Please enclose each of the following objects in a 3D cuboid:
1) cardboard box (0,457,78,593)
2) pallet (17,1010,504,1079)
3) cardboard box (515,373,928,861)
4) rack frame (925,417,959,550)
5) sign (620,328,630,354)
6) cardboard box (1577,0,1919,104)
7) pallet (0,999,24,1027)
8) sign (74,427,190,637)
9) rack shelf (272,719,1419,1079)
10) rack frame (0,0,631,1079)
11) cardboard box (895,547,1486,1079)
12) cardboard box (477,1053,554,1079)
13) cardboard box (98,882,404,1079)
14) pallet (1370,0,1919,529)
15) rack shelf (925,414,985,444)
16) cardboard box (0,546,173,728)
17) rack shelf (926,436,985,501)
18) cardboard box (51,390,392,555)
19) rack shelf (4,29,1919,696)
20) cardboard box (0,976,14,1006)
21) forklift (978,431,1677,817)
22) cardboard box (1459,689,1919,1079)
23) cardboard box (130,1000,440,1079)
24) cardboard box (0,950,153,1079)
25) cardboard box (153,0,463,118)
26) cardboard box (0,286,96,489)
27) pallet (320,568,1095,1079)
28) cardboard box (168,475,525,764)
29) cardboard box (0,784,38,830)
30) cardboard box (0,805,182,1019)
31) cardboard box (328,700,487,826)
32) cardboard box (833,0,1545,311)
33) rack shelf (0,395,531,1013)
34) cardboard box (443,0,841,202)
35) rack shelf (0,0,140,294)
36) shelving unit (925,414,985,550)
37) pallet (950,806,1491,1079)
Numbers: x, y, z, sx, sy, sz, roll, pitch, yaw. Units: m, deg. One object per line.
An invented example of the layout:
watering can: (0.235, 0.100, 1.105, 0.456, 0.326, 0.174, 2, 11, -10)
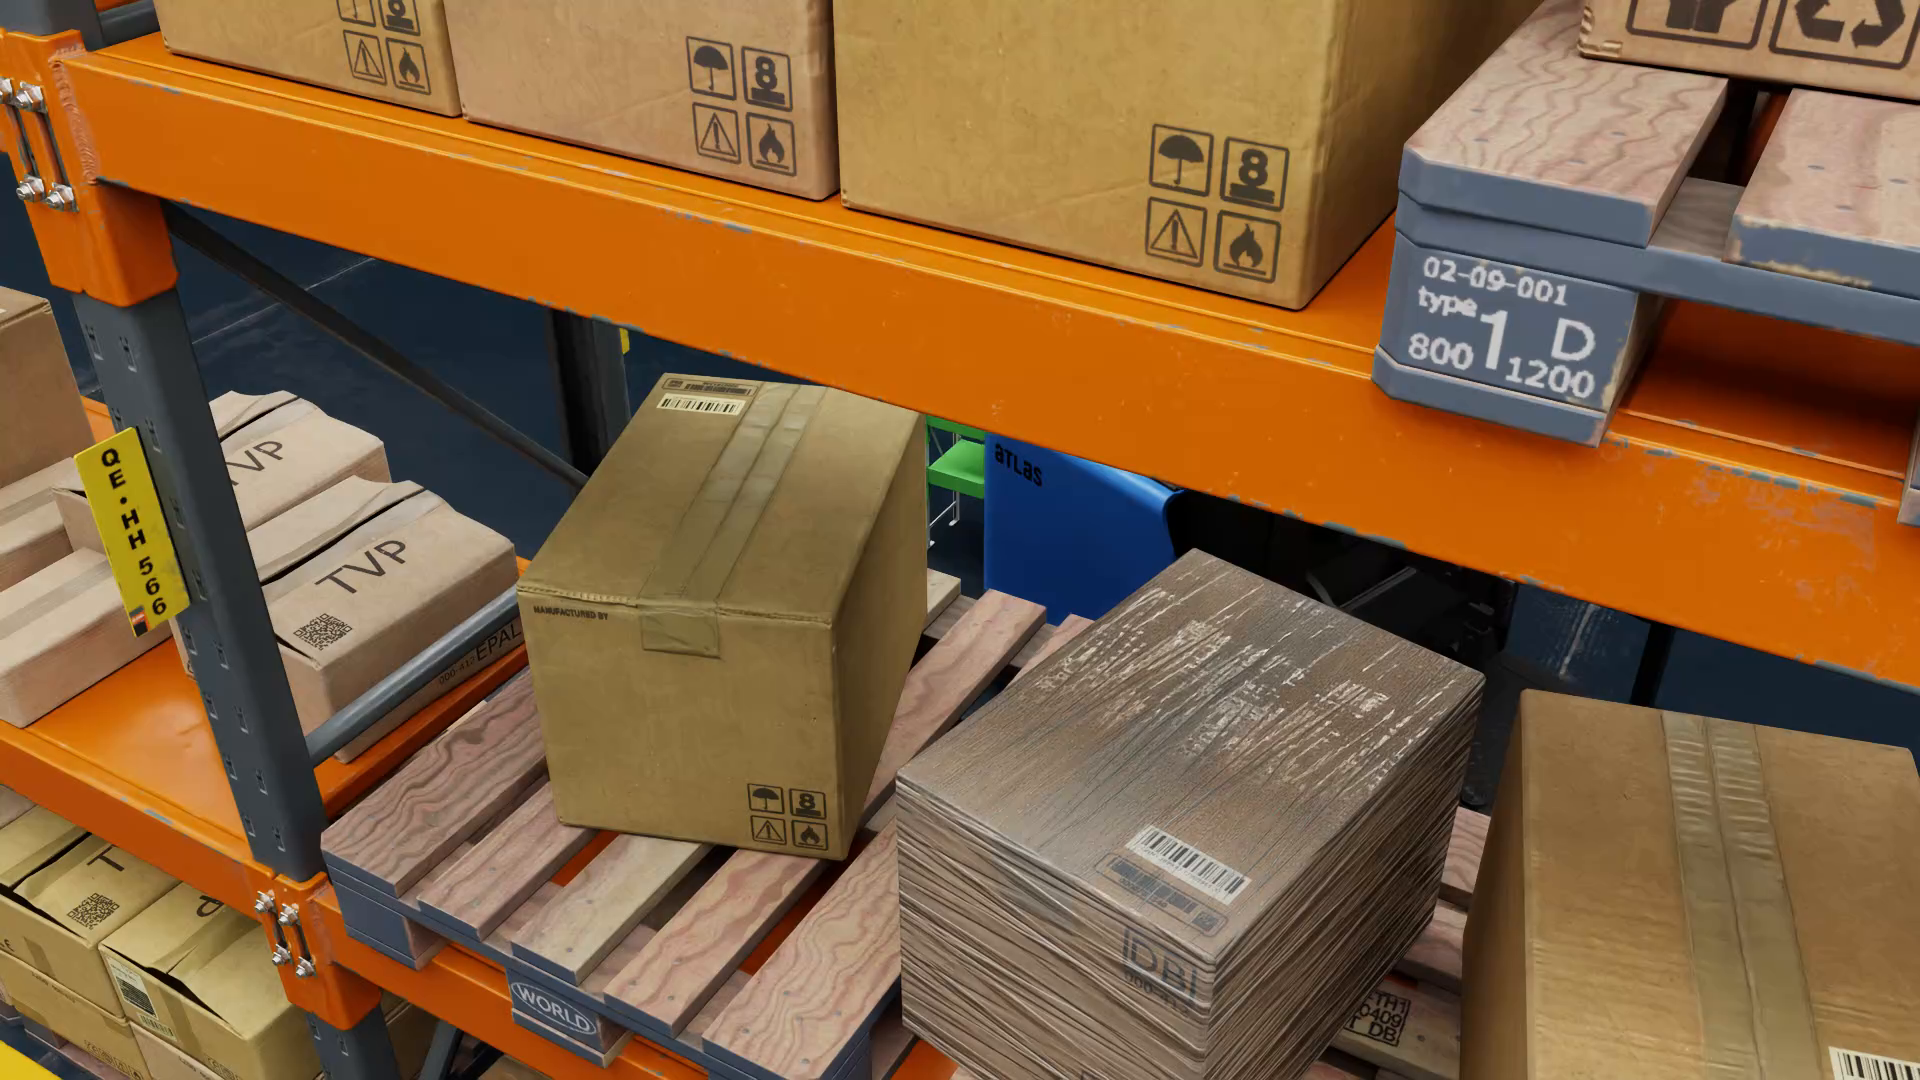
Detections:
cardboard box: (-2.109, -0.013, 3.790, 0.250, 0.149, 0.380, 21, 39, 28)
pallet: (-1.669, 1.121, 4.376, 1.213, 0.211, 1.003, 18, 37, 24)
cardboard box: (-0.371, 0.108, 2.912, 0.500, 0.500, 0.700, 6, 34, 9)
rack frame: (-0.068, -0.521, 5.950, 0.015, 1.200, 0.240, 18, 37, 24)
sign: (-0.713, -0.507, 3.332, 0.005, 0.325, 0.100, 18, 37, 24)
cardboard box: (0.939, -0.740, 1.390, 0.600, 0.600, 0.600, 16, 37, 23)
pallet: (-2.724, 0.785, 4.880, 1.213, 0.211, 1.003, 18, 37, 24)
sign: (-1.246, -0.008, 2.511, 0.005, 0.325, 0.100, 18, 37, 24)
rack shelf: (0.763, 1.055, 2.608, 4.000, 0.370, 1.077, 18, 37, 24)
rack frame: (-0.974, 0.206, 3.235, 0.127, 3.000, 1.000, 18, 37, 24)
cardboard box: (0.328, 0.452, 2.396, 0.500, 0.500, 0.700, 25, 41, 33)
cardboard box: (-0.720, 1.326, 3.411, 0.500, 0.500, 0.500, 19, 38, 26)
cardboard box: (-1.551, 0.916, 3.763, 0.500, 0.311, 0.500, 19, 38, 26)
pallet: (1.066, -0.361, 1.550, 1.003, 0.211, 1.213, 18, 37, 24)
rack shelf: (0.144, -0.401, 5.885, 0.480, 0.148, 0.258, 18, 37, 24)
cardboard box: (-1.892, 0.196, 3.476, 0.250, 0.149, 0.380, 18, 37, 24)
rack shelf: (0.144, -0.201, 6.018, 0.480, 0.148, 0.258, 18, 37, 24)
cardboard box: (-1.654, -0.096, 3.769, 0.500, 0.311, 0.500, 17, 37, 24)
rack shelf: (0.763, -0.193, 1.777, 4.000, 0.370, 1.077, 18, 37, 24)
cardboard box: (-2.436, 0.868, 4.342, 0.500, 0.250, 0.500, 18, 38, 25)
forklift: (1.389, -0.312, 4.075, 1.130, 2.935, 3.031, -25, 41, -32)
cardboard box: (0.935, 0.633, 2.124, 0.500, 0.500, 0.700, 8, 35, 12)
cardboard box: (-1.552, 1.148, 3.921, 0.500, 0.250, 0.500, 19, 38, 25)
cardboard box: (-2.001, 1.008, 4.132, 0.500, 0.250, 0.500, 17, 37, 24)
cardboard box: (-0.578, -0.981, 2.220, 0.500, 0.500, 0.910, 18, 37, 24)
cardboard box: (-2.439, -0.289, 3.888, 0.500, 0.500, 0.500, 16, 37, 22)
pallet: (-0.350, 0.438, 3.059, 1.003, 0.211, 1.213, 18, 37, 24)
cardboard box: (-1.268, 0.122, 3.441, 0.500, 0.311, 0.500, 20, 39, 27)
cardboard box: (-2.442, 0.637, 4.184, 0.500, 0.311, 0.500, 17, 37, 24)
cardboard box: (-2.005, 0.777, 3.973, 0.500, 0.311, 0.500, 17, 37, 24)
cardboard box: (-1.283, 0.657, 4.154, 0.500, 0.311, 0.500, 19, 38, 26)
cardboard box: (0.316, -0.697, 1.794, 0.500, 0.500, 0.910, 18, 37, 24)
rack shelf: (-2.710, -0.045, 4.260, 4.000, 0.370, 1.077, 18, 37, 24)
cardboard box: (-0.135, -0.840, 2.009, 0.500, 0.500, 0.910, 18, 37, 24)
rack shelf: (-2.710, -1.293, 3.429, 4.000, 0.370, 1.077, 18, 37, 24)
shelving unit: (0.144, -0.454, 5.849, 0.503, 1.200, 0.258, 18, 37, 24)
pallet: (0.717, 0.818, 2.488, 1.213, 0.211, 1.003, 18, 37, 24)
